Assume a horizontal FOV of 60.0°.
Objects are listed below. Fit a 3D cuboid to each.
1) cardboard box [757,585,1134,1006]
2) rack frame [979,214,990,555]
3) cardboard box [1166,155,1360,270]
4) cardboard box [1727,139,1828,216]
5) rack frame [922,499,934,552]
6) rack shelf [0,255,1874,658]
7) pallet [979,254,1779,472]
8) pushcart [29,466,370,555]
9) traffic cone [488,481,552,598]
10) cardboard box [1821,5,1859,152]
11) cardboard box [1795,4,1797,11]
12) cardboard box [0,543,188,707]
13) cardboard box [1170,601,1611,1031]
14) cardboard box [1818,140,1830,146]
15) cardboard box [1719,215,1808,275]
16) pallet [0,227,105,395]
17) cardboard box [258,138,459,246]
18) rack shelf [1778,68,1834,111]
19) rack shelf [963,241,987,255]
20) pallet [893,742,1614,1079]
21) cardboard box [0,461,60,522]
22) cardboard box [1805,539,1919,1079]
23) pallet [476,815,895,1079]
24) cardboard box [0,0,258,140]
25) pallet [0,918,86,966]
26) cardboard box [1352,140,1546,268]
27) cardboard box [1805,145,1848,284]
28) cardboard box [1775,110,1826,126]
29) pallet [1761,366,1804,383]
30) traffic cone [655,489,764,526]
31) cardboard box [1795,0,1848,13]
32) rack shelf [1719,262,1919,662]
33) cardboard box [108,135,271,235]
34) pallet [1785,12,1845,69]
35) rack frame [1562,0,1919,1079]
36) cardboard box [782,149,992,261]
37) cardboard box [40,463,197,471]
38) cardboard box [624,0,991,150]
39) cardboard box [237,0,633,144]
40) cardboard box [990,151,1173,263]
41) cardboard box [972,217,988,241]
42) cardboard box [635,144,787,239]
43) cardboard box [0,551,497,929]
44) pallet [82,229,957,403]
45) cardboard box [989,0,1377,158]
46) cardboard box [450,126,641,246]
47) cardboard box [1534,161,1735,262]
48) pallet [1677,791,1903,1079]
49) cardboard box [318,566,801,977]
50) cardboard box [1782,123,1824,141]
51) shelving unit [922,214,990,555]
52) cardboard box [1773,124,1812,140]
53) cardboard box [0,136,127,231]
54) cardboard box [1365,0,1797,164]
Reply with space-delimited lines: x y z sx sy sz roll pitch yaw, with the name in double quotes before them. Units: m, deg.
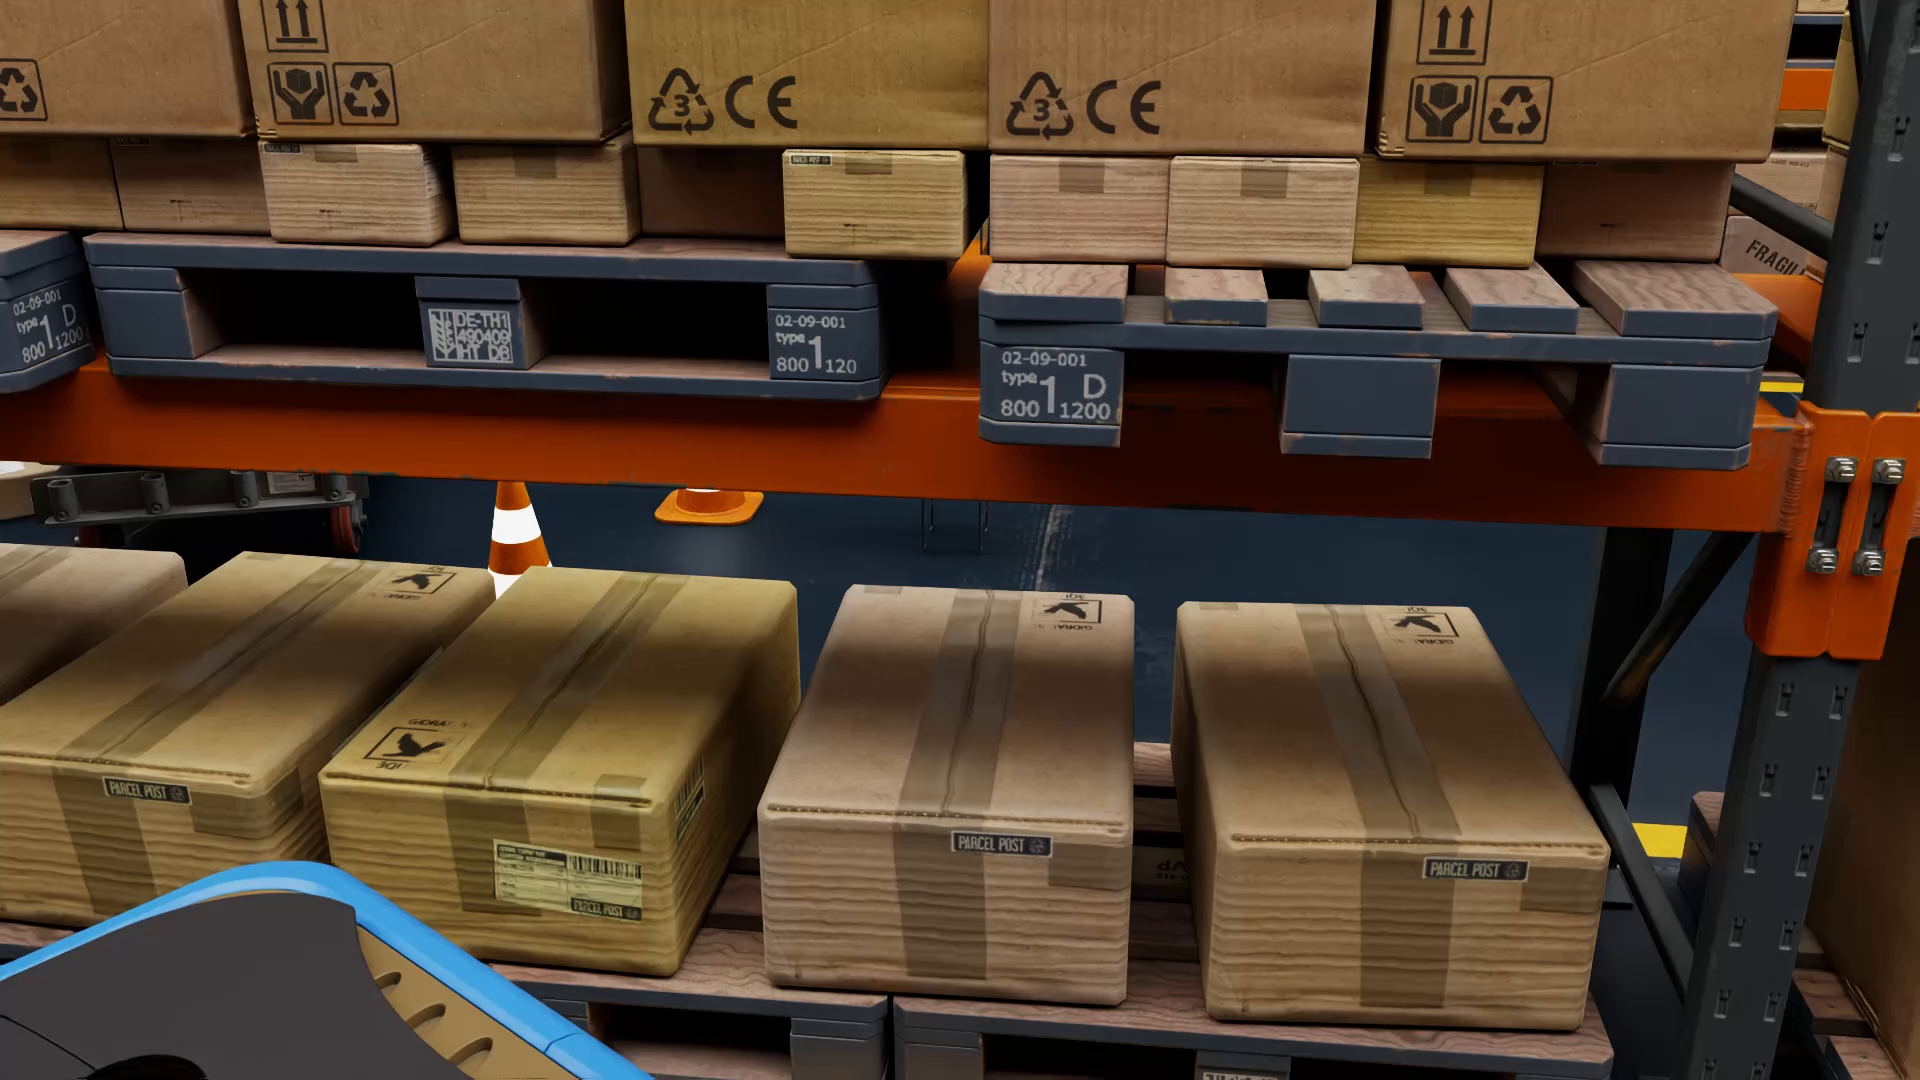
"cardboard box" 0.017 0.448 3.230 0.625 0.372 0.950 2 22 5
"rack frame" 0.076 -0.555 5.211 0.006 1.200 0.240 2 22 6
"cardboard box" 0.428 -0.508 2.416 0.250 0.149 0.380 2 22 6
"cardboard box" 3.443 -1.549 7.087 0.500 0.250 0.500 3 22 7
"rack frame" -0.105 -0.563 5.231 0.006 1.200 0.240 2 22 6
"rack shelf" -0.675 -0.274 3.031 4.000 0.370 1.077 2 22 6
"pallet" 0.591 -0.425 2.695 1.003 0.211 1.213 2 22 6
"pushcart" -2.442 -0.310 5.711 0.936 0.377 1.648 -5 22 -12
"traffic cone" -1.265 0.027 4.741 0.334 0.463 0.336 2 22 6
"cardboard box" 1.822 -0.756 2.797 0.500 0.250 0.500 2 22 6
"cardboard box" 3.281 -2.274 6.883 0.250 0.149 0.380 3 22 8
"cardboard box" -2.140 0.354 3.469 0.625 0.372 0.950 3 22 7
"cardboard box" 0.751 0.477 3.157 0.625 0.372 0.950 1 22 3
"cardboard box" 3.961 -1.527 7.031 0.500 0.250 0.500 2 22 4
"cardboard box" 3.476 -1.202 7.228 0.500 0.500 0.500 2 22 5
"pallet" -1.919 -0.520 2.935 1.213 0.211 1.003 2 22 6
"cardboard box" -0.858 -0.568 2.566 0.250 0.149 0.380 3 22 8
"rack shelf" 3.779 -1.912 7.176 4.000 0.370 1.077 2 22 6
"rack shelf" -0.014 -0.852 5.105 0.180 0.103 0.258 2 22 6
"pallet" 0.535 0.740 3.280 1.213 0.211 1.003 2 22 6
"cardboard box" -3.218 -0.242 5.692 0.396 0.266 0.258 -14 25 -31
"cardboard box" 1.987 0.331 2.841 0.875 0.875 0.875 2 22 6
"pallet" -0.673 0.687 3.416 1.213 0.211 1.003 2 22 6
"cardboard box" -1.242 -0.902 2.530 0.500 0.500 0.500 2 22 6
"pallet" -1.888 0.635 3.547 1.213 0.211 1.003 2 22 6
"cardboard box" 0.683 -0.514 2.430 0.250 0.149 0.380 3 22 7
"cardboard box" 1.844 -0.525 2.892 0.500 0.250 0.500 2 22 4
"cardboard box" 5.812 -3.195 11.759 0.875 0.875 1.225 3 22 6
"pallet" 3.777 -0.949 7.553 1.213 0.211 1.003 2 22 6
"traffic cone" -0.859 -0.325 5.633 0.334 0.463 0.336 2 22 6
"cardboard box" 3.531 -2.262 6.853 0.250 0.149 0.380 3 22 7
"rack shelf" 3.297 -0.101 2.594 4.000 0.370 1.077 2 22 6
"cardboard box" -1.116 -0.598 2.643 0.250 0.149 0.380 3 22 7
"pallet" 3.764 -2.174 7.119 1.213 0.211 1.003 2 22 6
"rack frame" 1.311 -0.522 2.680 0.127 3.000 1.000 2 22 6
"cardboard box" -0.096 -0.529 2.469 0.250 0.149 0.380 3 22 7
"cardboard box" -2.481 -0.536 5.085 0.500 0.500 0.500 2 22 6
"cardboard box" -0.189 -0.860 2.423 0.500 0.500 0.500 1 22 3
"cardboard box" -0.731 -0.884 2.484 0.500 0.500 0.500 2 22 4
"cardboard box" 0.179 -0.522 2.451 0.250 0.149 0.380 1 22 4
"cardboard box" 0.331 -1.578 7.841 0.750 0.750 1.050 3 22 7
"cardboard box" -0.331 -0.586 2.612 0.250 0.149 0.380 3 22 7
"cardboard box" -1.426 0.383 3.393 0.625 0.372 0.950 4 22 10
"pallet" -0.660 -0.503 2.894 1.213 0.211 1.003 2 22 6
"cardboard box" 0.312 -0.839 2.369 0.500 0.500 0.500 2 22 5
"cardboard box" -0.590 -0.567 2.564 0.250 0.149 0.380 2 22 5
"cardboard box" 0.958 -0.529 2.468 0.250 0.149 0.380 3 22 8
"pallet" 2.085 0.836 3.037 1.213 0.211 1.003 2 22 6
"cardboard box" -0.735 0.413 3.319 0.625 0.372 0.950 3 22 8
"cardboard box" 4.028 -1.716 7.510 0.500 0.250 0.500 3 22 8
"shelving unit" -0.014 -0.559 5.221 0.189 1.200 0.258 2 22 6
"cardboard box" 3.509 -1.736 7.559 0.500 0.250 0.500 3 22 8
"cardboard box" -1.362 -0.609 2.672 0.250 0.149 0.380 3 22 7
"cardboard box" 0.827 -0.820 2.323 0.500 0.500 0.500 2 22 5
